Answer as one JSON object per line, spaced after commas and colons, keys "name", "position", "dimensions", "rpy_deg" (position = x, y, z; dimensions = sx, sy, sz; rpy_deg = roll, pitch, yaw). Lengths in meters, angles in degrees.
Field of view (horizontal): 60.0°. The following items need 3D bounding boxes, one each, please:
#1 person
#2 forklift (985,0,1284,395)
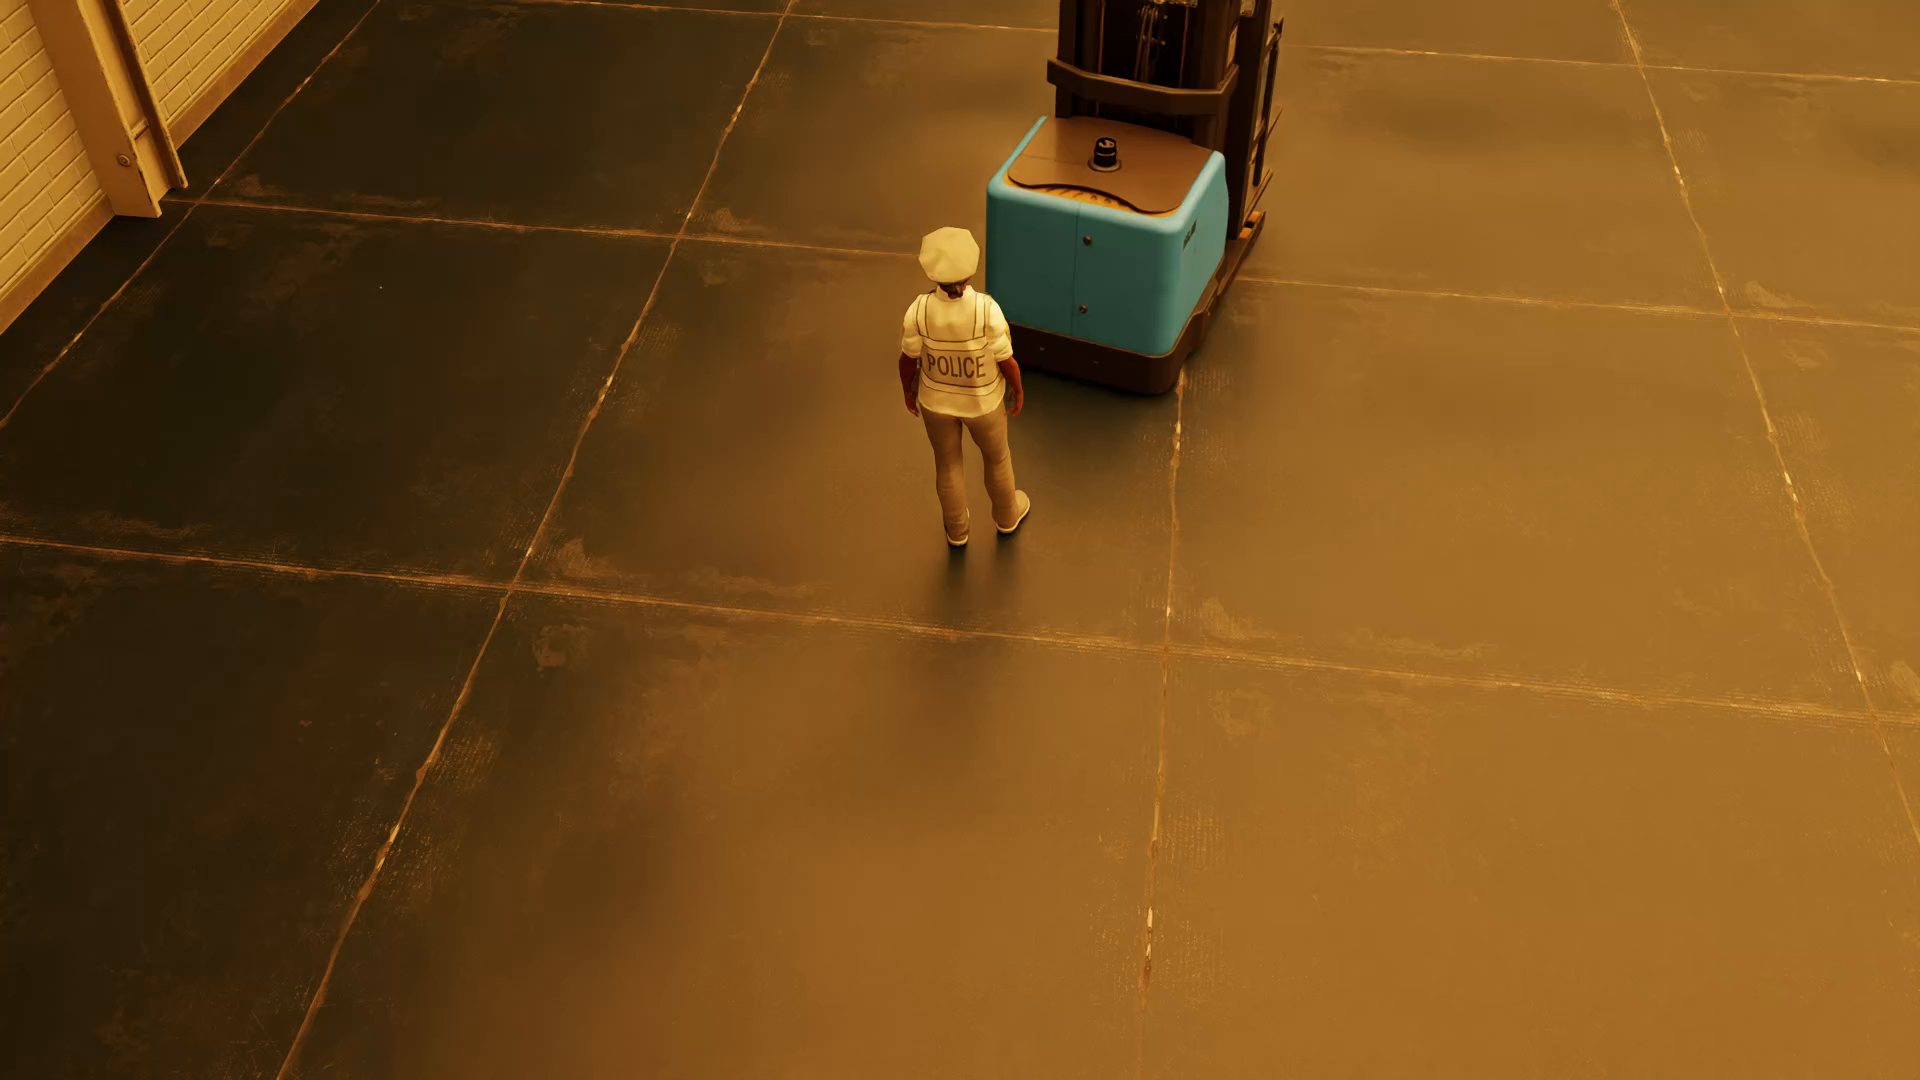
{"name": "person", "position": [0.029, -0.678, 7.365], "dimensions": [0.570, 1.697, 0.528], "rpy_deg": [5, 43, 6]}
{"name": "forklift", "position": [1.154, -2.837, 8.812], "dimensions": [1.130, 2.935, 3.031], "rpy_deg": [16, 45, 17]}
